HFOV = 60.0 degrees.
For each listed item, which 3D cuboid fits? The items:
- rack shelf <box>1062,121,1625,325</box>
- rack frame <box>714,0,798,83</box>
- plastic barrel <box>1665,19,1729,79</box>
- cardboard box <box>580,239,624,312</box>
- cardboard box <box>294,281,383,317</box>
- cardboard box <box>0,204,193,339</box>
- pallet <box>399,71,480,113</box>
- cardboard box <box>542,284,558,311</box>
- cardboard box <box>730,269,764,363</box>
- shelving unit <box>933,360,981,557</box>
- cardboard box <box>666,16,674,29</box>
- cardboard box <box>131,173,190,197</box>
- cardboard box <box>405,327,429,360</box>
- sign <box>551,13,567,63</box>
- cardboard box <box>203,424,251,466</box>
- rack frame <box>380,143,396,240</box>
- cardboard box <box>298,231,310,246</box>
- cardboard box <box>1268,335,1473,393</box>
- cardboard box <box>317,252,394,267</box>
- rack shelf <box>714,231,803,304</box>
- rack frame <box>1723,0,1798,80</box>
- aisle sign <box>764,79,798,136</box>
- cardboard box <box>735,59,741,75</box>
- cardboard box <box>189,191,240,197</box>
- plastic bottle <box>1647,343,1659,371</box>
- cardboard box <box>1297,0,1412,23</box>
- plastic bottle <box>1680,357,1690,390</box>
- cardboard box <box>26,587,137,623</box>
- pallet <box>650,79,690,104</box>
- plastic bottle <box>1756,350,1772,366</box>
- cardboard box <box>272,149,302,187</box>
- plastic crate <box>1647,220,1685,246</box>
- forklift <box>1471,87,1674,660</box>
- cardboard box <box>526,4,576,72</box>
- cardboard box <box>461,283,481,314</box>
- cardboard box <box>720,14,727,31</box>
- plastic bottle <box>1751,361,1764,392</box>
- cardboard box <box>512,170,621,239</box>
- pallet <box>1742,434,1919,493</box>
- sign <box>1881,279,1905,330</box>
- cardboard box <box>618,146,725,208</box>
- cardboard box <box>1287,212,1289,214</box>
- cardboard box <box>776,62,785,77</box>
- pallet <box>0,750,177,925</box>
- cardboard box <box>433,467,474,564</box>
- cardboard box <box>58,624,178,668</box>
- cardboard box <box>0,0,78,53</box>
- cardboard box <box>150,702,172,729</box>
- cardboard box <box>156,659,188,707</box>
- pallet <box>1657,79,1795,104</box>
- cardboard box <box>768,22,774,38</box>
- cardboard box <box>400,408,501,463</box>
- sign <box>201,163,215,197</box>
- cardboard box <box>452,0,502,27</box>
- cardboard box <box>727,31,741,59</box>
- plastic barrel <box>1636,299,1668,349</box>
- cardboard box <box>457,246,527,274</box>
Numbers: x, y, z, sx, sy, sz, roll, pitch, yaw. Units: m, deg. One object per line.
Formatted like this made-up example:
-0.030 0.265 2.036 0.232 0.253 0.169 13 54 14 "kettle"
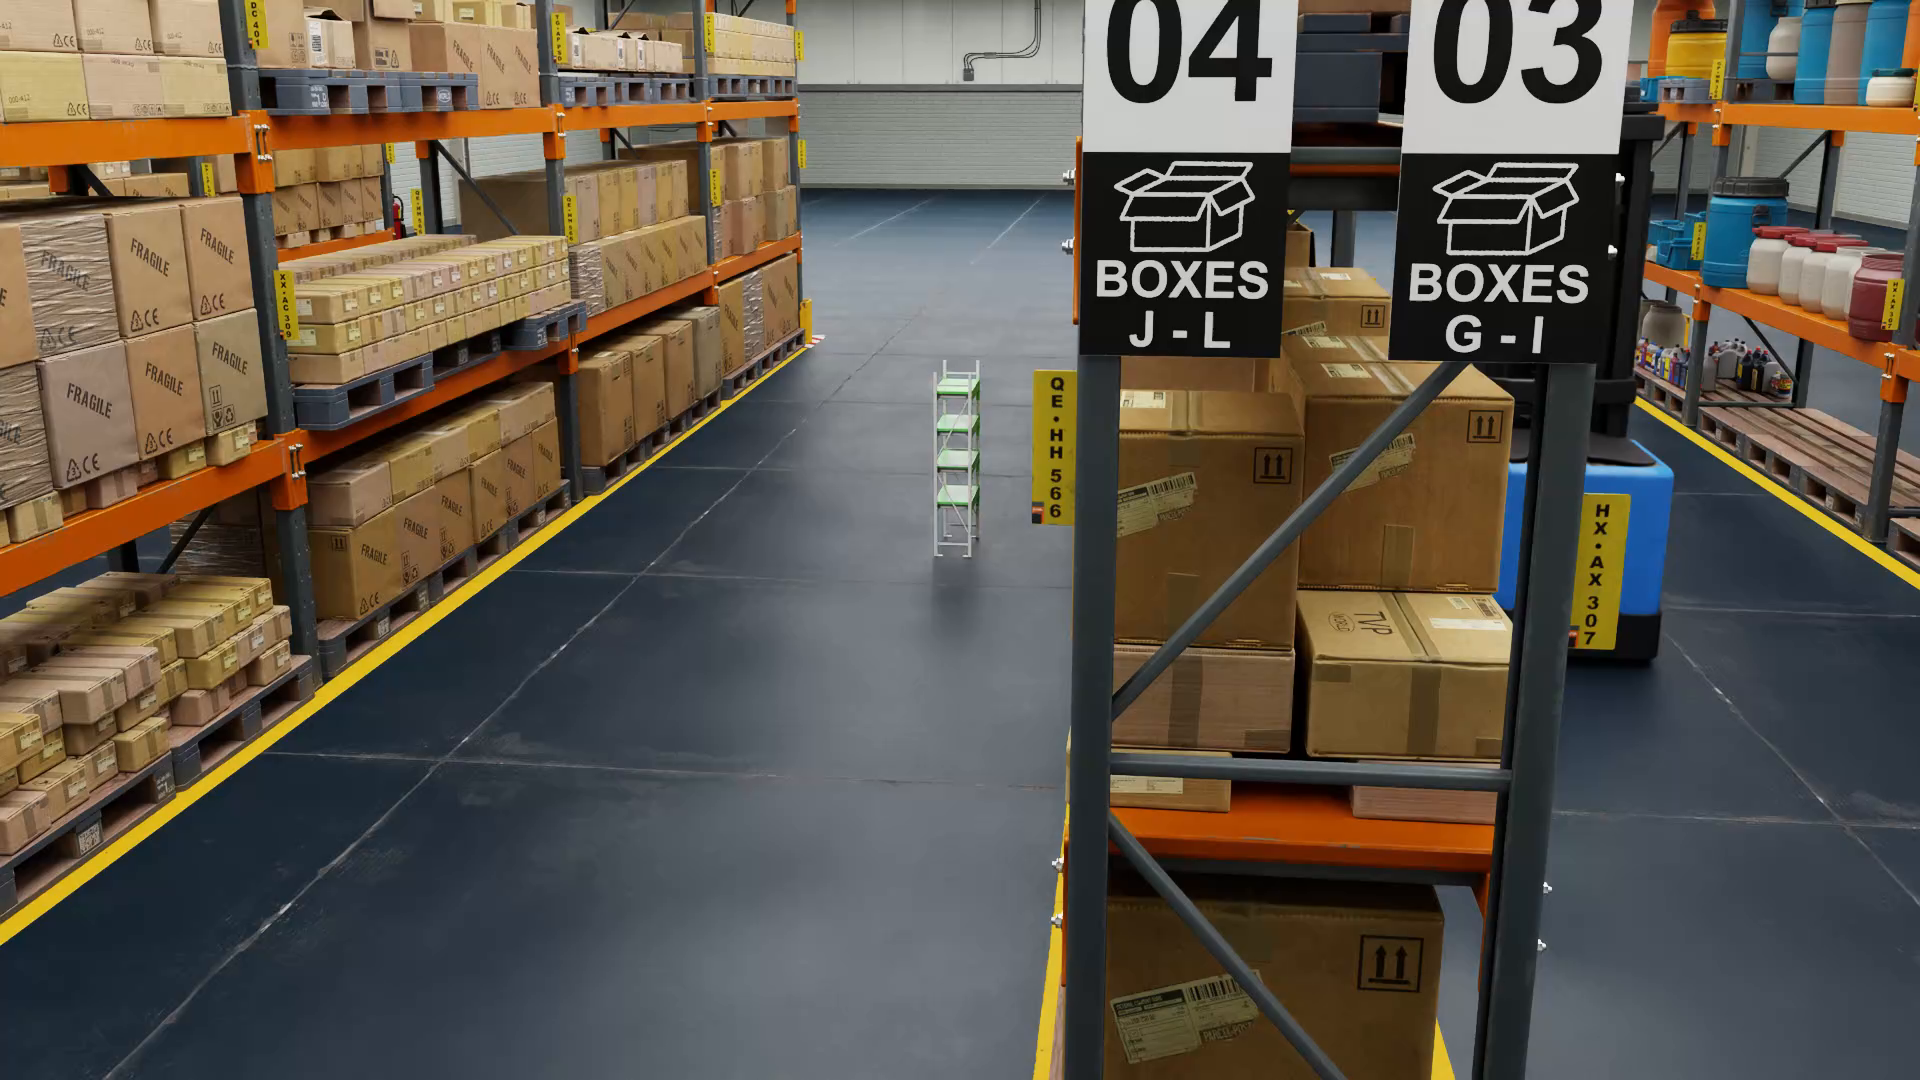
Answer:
0.964 -1.116 5.174 1.077 0.370 4.000 2 15 6 "rack shelf"
-2.374 -6.715 18.754 1.000 3.000 0.127 2 15 6 "rack frame"
7.462 -4.943 16.783 0.600 0.588 0.600 0 15 0 "plastic barrel"
-2.903 -2.032 12.740 0.500 0.500 0.500 2 15 6 "cardboard box"
-3.201 -1.236 8.524 0.380 0.149 0.250 2 15 8 "cardboard box"
-3.565 -1.117 6.868 0.500 0.500 0.500 1 15 4 "cardboard box"
-3.438 -2.490 9.236 1.213 0.211 1.003 2 15 6 "pallet"
-2.905 -1.619 11.081 0.380 0.149 0.250 2 15 6 "cardboard box"
-2.586 -2.353 17.384 0.875 0.875 0.875 2 15 7 "cardboard box"
-0.019 -0.536 10.847 0.258 1.200 0.503 2 15 6 "shelving unit"
-3.014 -5.044 16.279 0.380 0.149 0.250 2 15 7 "cardboard box"
-7.579 -3.169 15.568 0.500 0.500 0.500 1 15 5 "cardboard box"
-3.139 -1.078 9.080 0.380 0.149 0.250 2 15 7 "cardboard box"
-2.737 -3.425 11.344 0.100 0.325 0.005 2 15 6 "sign"
-3.448 -0.434 7.502 0.380 0.149 0.250 1 15 5 "cardboard box"
-7.303 -3.938 19.980 1.000 3.000 0.127 2 15 6 "rack frame"
-7.246 -3.249 17.914 0.380 0.149 0.250 2 15 6 "cardboard box"
1.169 -0.310 4.845 0.500 0.500 0.500 1 15 5 "cardboard box"
-3.668 -1.657 10.081 0.380 0.149 0.250 2 15 8 "cardboard box"
-2.599 -2.953 17.713 1.077 0.370 4.000 2 15 6 "rack shelf"
7.013 -5.359 13.741 1.000 3.000 0.127 2 15 6 "rack frame"
-2.067 -5.083 19.233 0.394 0.787 0.004 2 15 6 "aisle sign"
-2.361 -4.640 16.314 0.380 0.149 0.250 1 15 5 "cardboard box"
-7.428 -3.199 16.483 0.500 0.500 0.500 2 15 6 "cardboard box"
6.900 -1.820 16.530 0.097 0.271 0.097 0 15 0 "plastic bottle"
0.743 -1.380 3.586 0.700 0.500 0.500 1 15 3 "cardboard box"
6.800 -1.572 15.462 0.144 0.351 0.185 1 15 5 "plastic bottle"
-4.062 0.333 7.702 0.380 0.149 0.250 2 15 9 "cardboard box"
-2.879 -3.898 14.450 0.805 0.209 1.217 1 15 4 "pallet"
7.517 -1.594 15.541 0.144 0.351 0.185 2 15 8 "plastic bottle"
-7.327 -3.944 17.325 0.700 0.500 0.500 1 15 5 "cardboard box"
7.706 -3.290 17.867 0.499 0.251 0.616 2 15 6 "plastic crate"
3.310 -1.133 9.738 1.130 2.935 3.031 2 15 8 "forklift"
-3.358 -3.950 13.090 0.500 0.500 0.500 2 15 6 "cardboard box"
-3.052 -1.426 9.795 0.380 0.149 0.250 1 15 5 "cardboard box"
-2.418 -4.894 15.727 0.380 0.149 0.250 2 15 6 "cardboard box"
7.388 -1.521 15.403 0.061 0.283 0.133 2 15 6 "plastic bottle"
-3.104 -2.655 13.128 0.700 0.500 0.500 1 15 5 "cardboard box"
6.828 -0.595 12.957 1.003 0.211 1.213 2 15 6 "pallet"
6.015 -1.519 10.719 0.100 0.325 0.005 2 15 6 "sign"
-2.749 -3.470 15.890 0.875 0.550 0.550 2 15 6 "cardboard box"
1.397 -1.572 9.115 0.797 0.503 0.637 2 15 8 "cardboard box"
-2.132 -5.168 18.267 0.380 0.149 0.250 2 15 7 "cardboard box"
-3.903 1.132 6.570 1.003 0.211 1.213 2 15 6 "pallet"
-3.277 -0.160 9.990 0.500 0.500 0.500 2 15 7 "cardboard box"
-3.626 0.477 7.168 0.380 0.149 0.250 2 15 8 "cardboard box"
-3.652 -1.926 6.122 0.500 0.250 0.500 2 15 9 "cardboard box"
-3.662 0.779 7.192 0.380 0.149 0.250 1 15 5 "cardboard box"
-3.604 0.617 7.220 0.380 0.149 0.250 2 15 7 "cardboard box"
6.998 -4.010 14.860 1.213 0.211 1.003 2 15 6 "pallet"
-2.190 -5.421 17.674 0.380 0.149 0.250 2 15 6 "cardboard box"
-3.212 -0.654 10.382 0.500 0.250 0.500 2 15 8 "cardboard box"
-7.203 -3.444 15.935 0.100 0.325 0.005 2 15 6 "sign"
-3.107 -3.363 10.450 0.396 0.266 0.258 2 15 6 "cardboard box"
-2.436 -4.801 16.145 0.500 0.250 0.500 2 15 6 "cardboard box"
7.466 -2.329 17.991 0.421 0.512 0.421 0 15 0 "plastic barrel"
-2.963 -1.769 10.496 0.380 0.149 0.250 2 15 8 "cardboard box"
